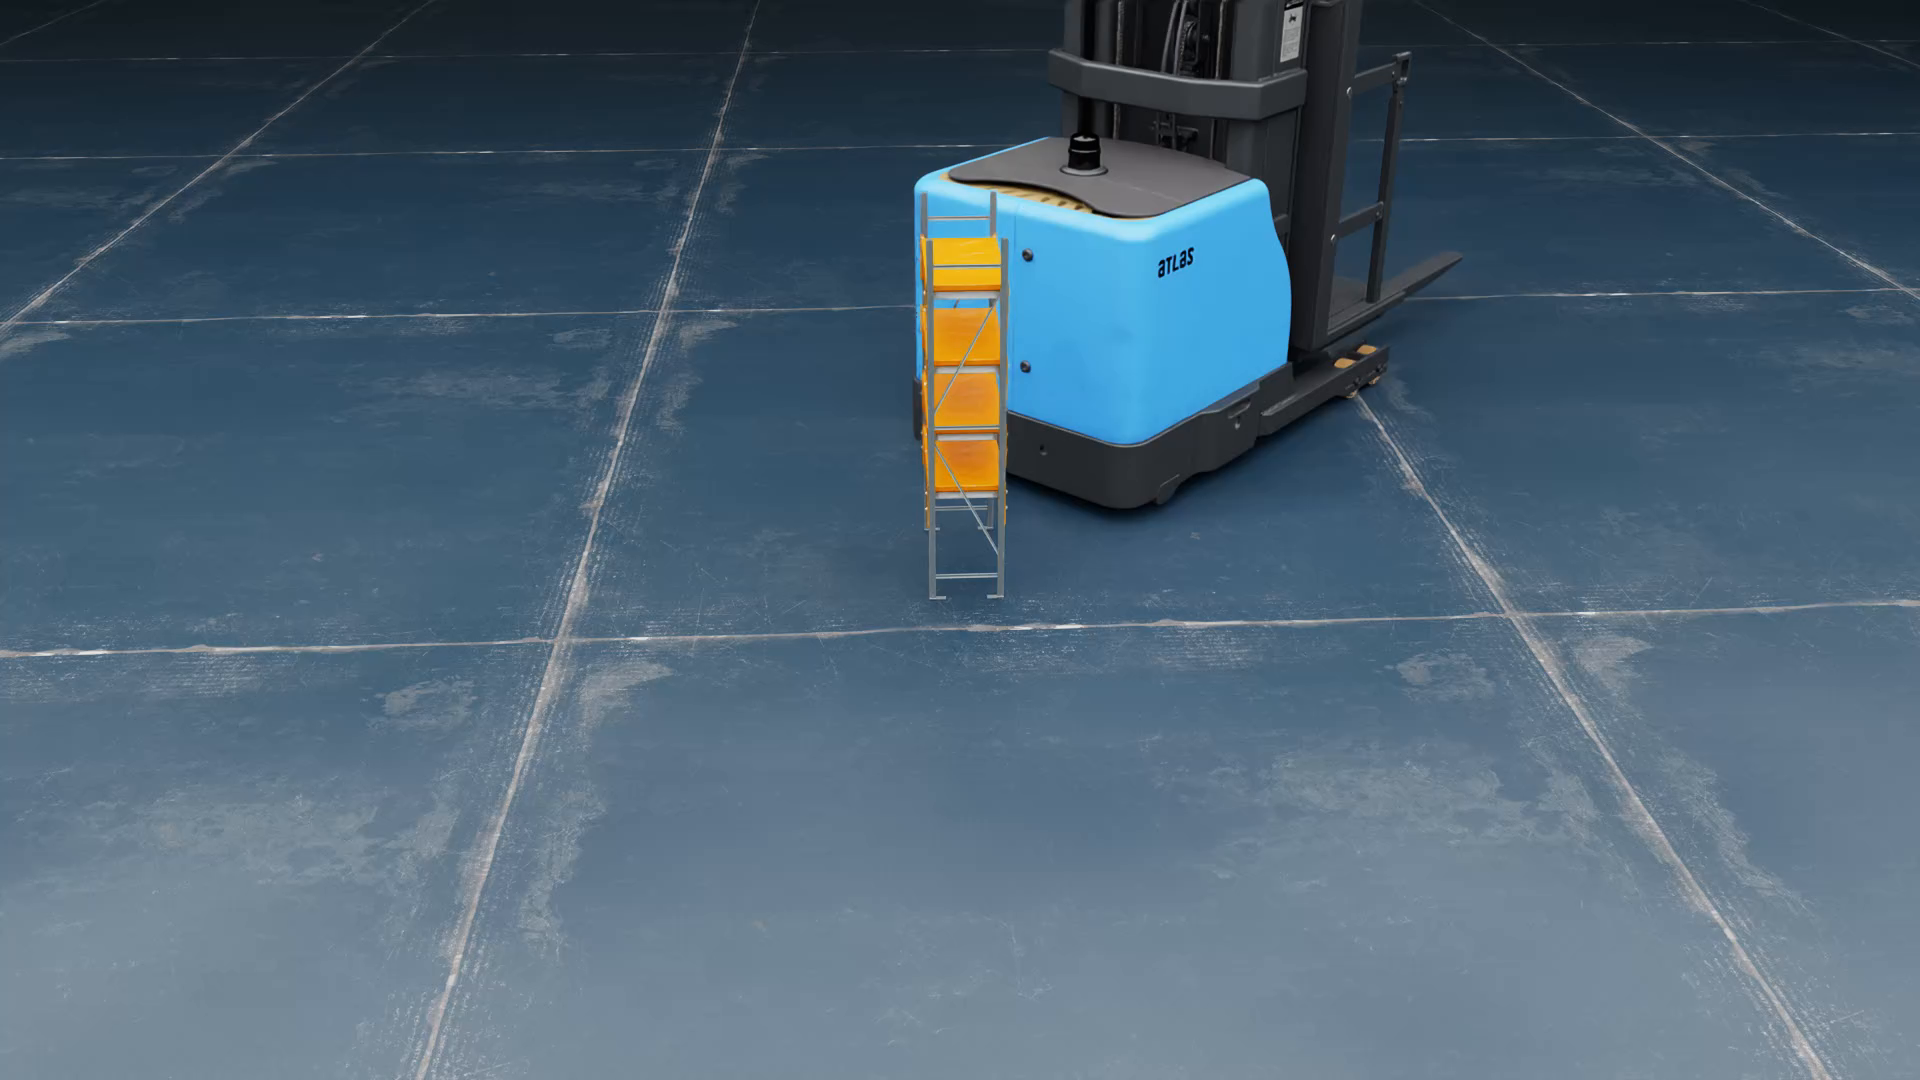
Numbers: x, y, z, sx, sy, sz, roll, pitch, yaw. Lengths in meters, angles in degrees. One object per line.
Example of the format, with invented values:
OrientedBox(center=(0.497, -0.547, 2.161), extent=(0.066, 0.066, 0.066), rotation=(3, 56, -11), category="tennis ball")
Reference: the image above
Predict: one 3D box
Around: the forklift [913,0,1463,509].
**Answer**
OrientedBox(center=(1.153, -2.016, 6.446), extent=(1.130, 2.935, 3.031), rotation=(21, 34, 35), category="forklift")

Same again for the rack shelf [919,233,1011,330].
OrientedBox(center=(0.009, -0.804, 5.144), extent=(0.258, 0.148, 0.480), rotation=(-1, 28, -3), category="rack shelf")

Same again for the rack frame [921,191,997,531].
OrientedBox(center=(-0.004, -0.568, 5.542), extent=(0.240, 1.200, 0.015), rotation=(-1, 28, -3), category="rack frame")

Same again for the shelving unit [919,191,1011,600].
OrientedBox(center=(0.009, -0.456, 5.326), extent=(0.258, 1.200, 0.503), rotation=(-1, 28, -3), category="shelving unit")

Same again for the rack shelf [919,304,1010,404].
OrientedBox(center=(0.009, -0.594, 5.254), extent=(0.258, 0.148, 0.480), rotation=(-1, 28, -3), category="rack shelf")

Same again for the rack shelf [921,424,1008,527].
OrientedBox(center=(0.009, -0.220, 5.449), extent=(0.258, 0.148, 0.480), rotation=(-1, 28, -3), category="rack shelf")

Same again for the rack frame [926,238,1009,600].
OrientedBox(center=(0.021, -0.343, 5.110), extent=(0.240, 1.200, 0.015), rotation=(-1, 28, -3), category="rack frame")

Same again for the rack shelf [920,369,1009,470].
OrientedBox(center=(0.009, -0.396, 5.357), extent=(0.258, 0.148, 0.480), rotation=(-1, 28, -3), category="rack shelf")
